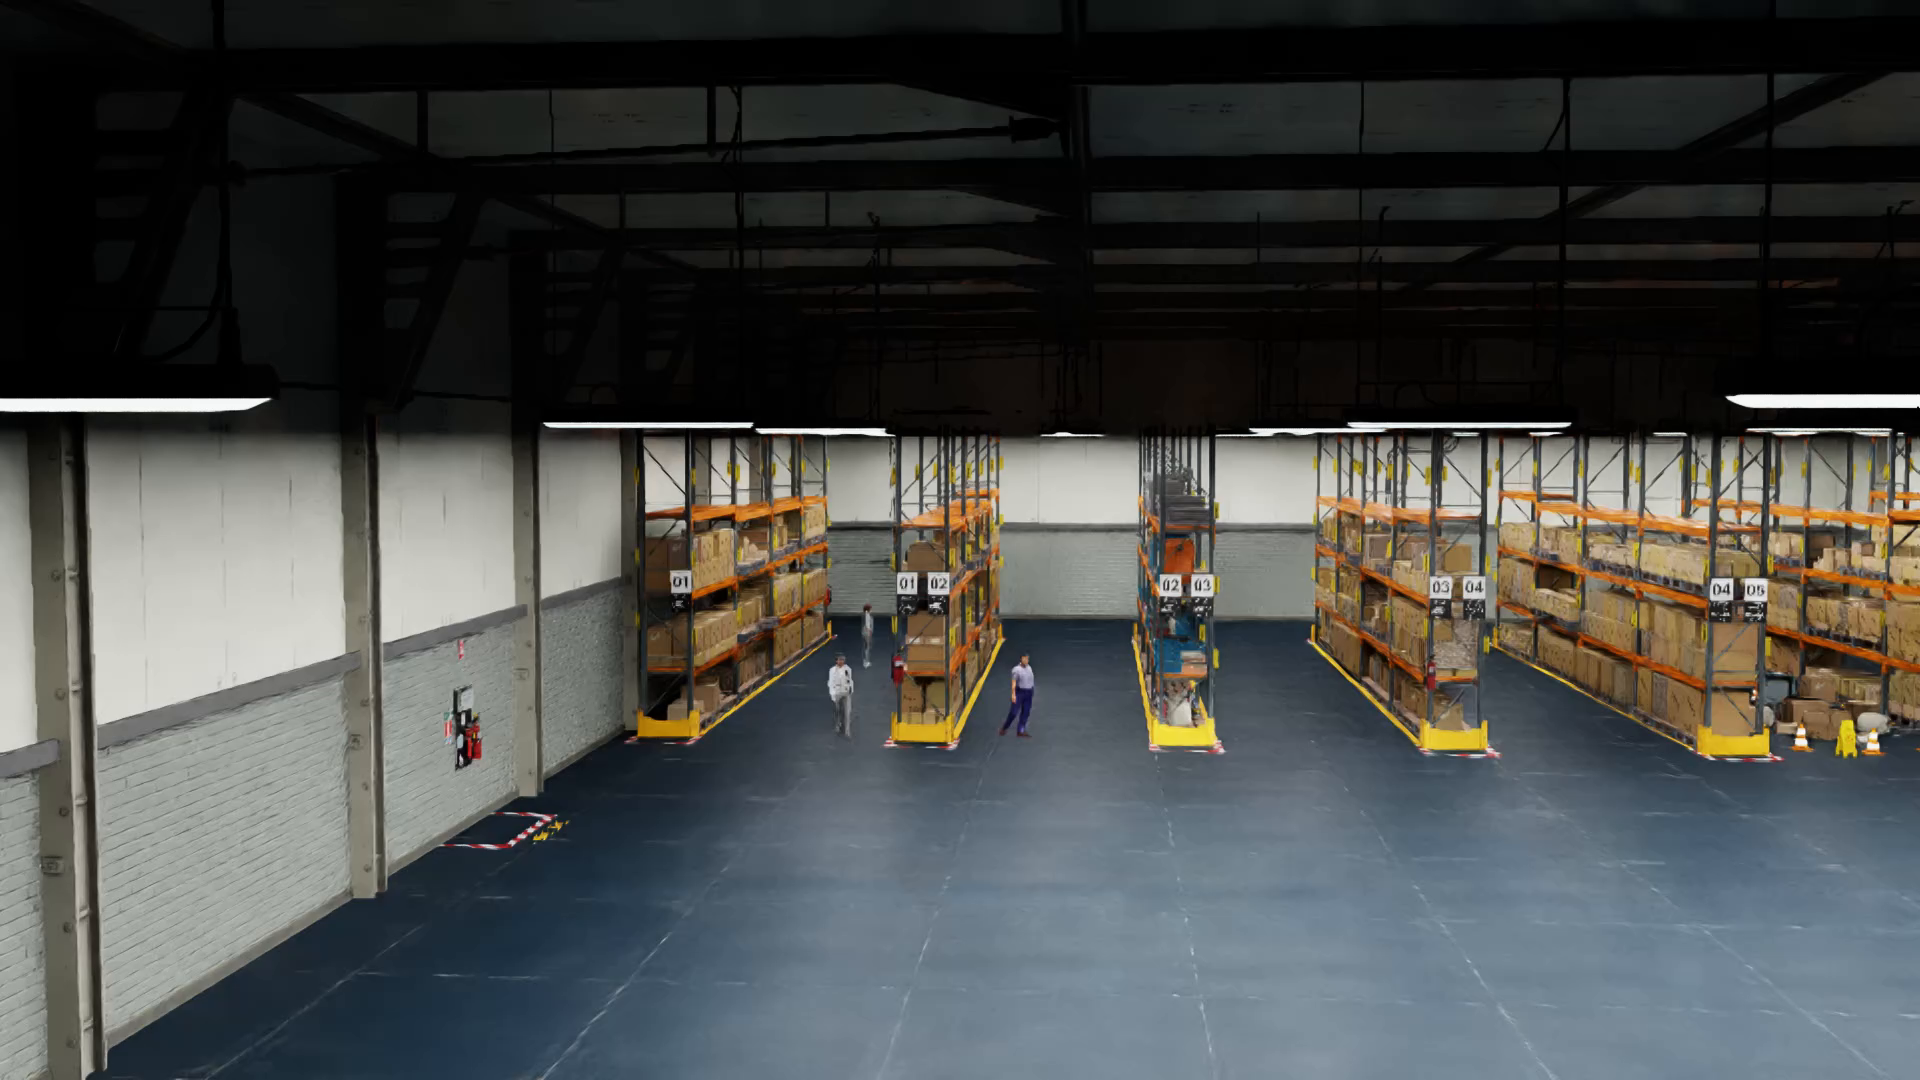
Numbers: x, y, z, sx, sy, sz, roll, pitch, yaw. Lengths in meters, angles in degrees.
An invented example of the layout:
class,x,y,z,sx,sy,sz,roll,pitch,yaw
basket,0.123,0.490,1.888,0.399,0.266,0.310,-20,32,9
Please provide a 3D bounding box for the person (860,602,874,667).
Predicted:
class,x,y,z,sx,sy,sz,roll,pitch,yaw
person,-2.331,2.445,41.901,0.349,1.532,0.477,-1,4,-23

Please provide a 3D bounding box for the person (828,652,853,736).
class,x,y,z,sx,sy,sz,roll,pitch,yaw
person,-2.303,2.943,32.046,0.483,1.621,0.993,0,3,-3

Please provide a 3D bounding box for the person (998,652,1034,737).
class,x,y,z,sx,sy,sz,roll,pitch,yaw
person,1.085,2.998,31.867,0.667,1.572,0.509,-3,4,-36

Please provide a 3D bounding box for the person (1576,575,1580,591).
class,x,y,z,sx,sy,sz,roll,pitch,yaw
person,18.366,1.861,49.464,0.592,1.713,0.572,3,5,41
